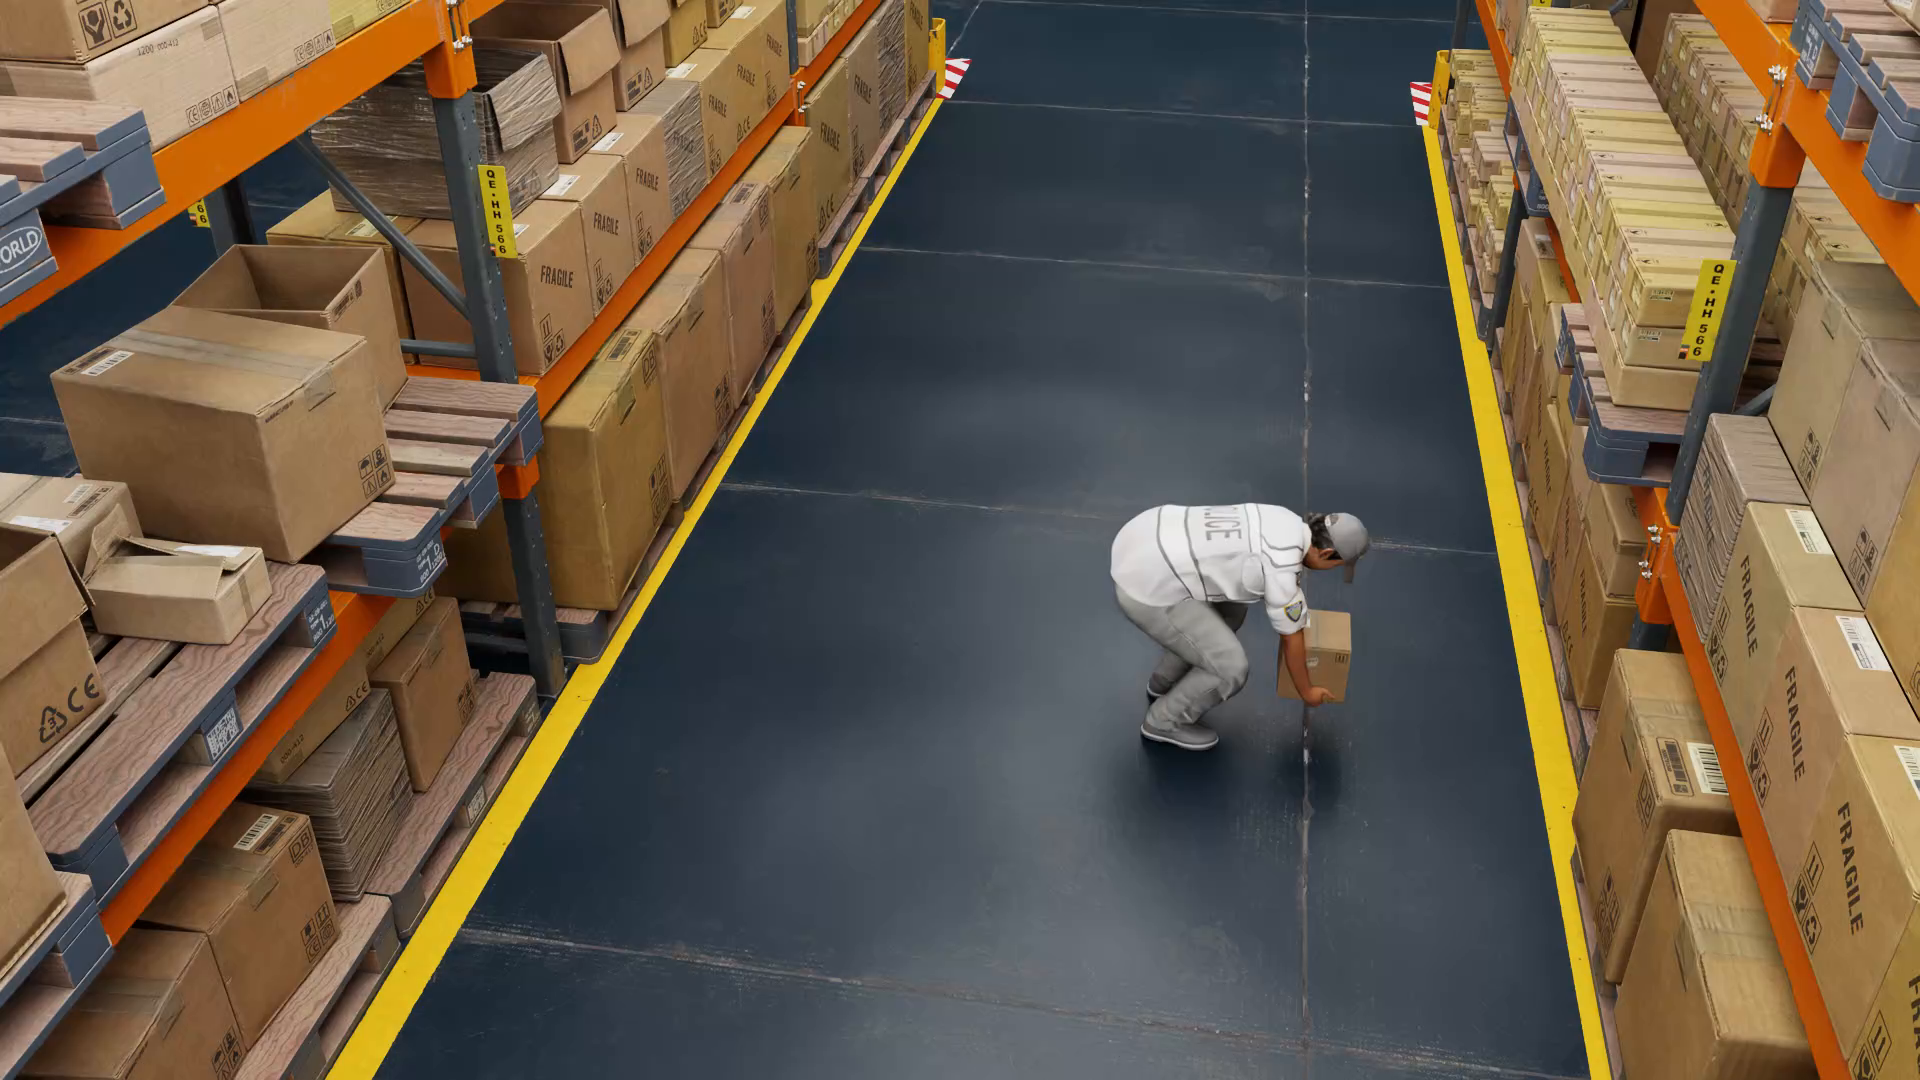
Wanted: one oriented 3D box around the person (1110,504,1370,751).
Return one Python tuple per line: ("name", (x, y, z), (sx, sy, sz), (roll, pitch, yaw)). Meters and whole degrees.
("person", (1.029, 0.304, 6.307), (0.937, 0.973, 0.518), (4, 33, 6))
